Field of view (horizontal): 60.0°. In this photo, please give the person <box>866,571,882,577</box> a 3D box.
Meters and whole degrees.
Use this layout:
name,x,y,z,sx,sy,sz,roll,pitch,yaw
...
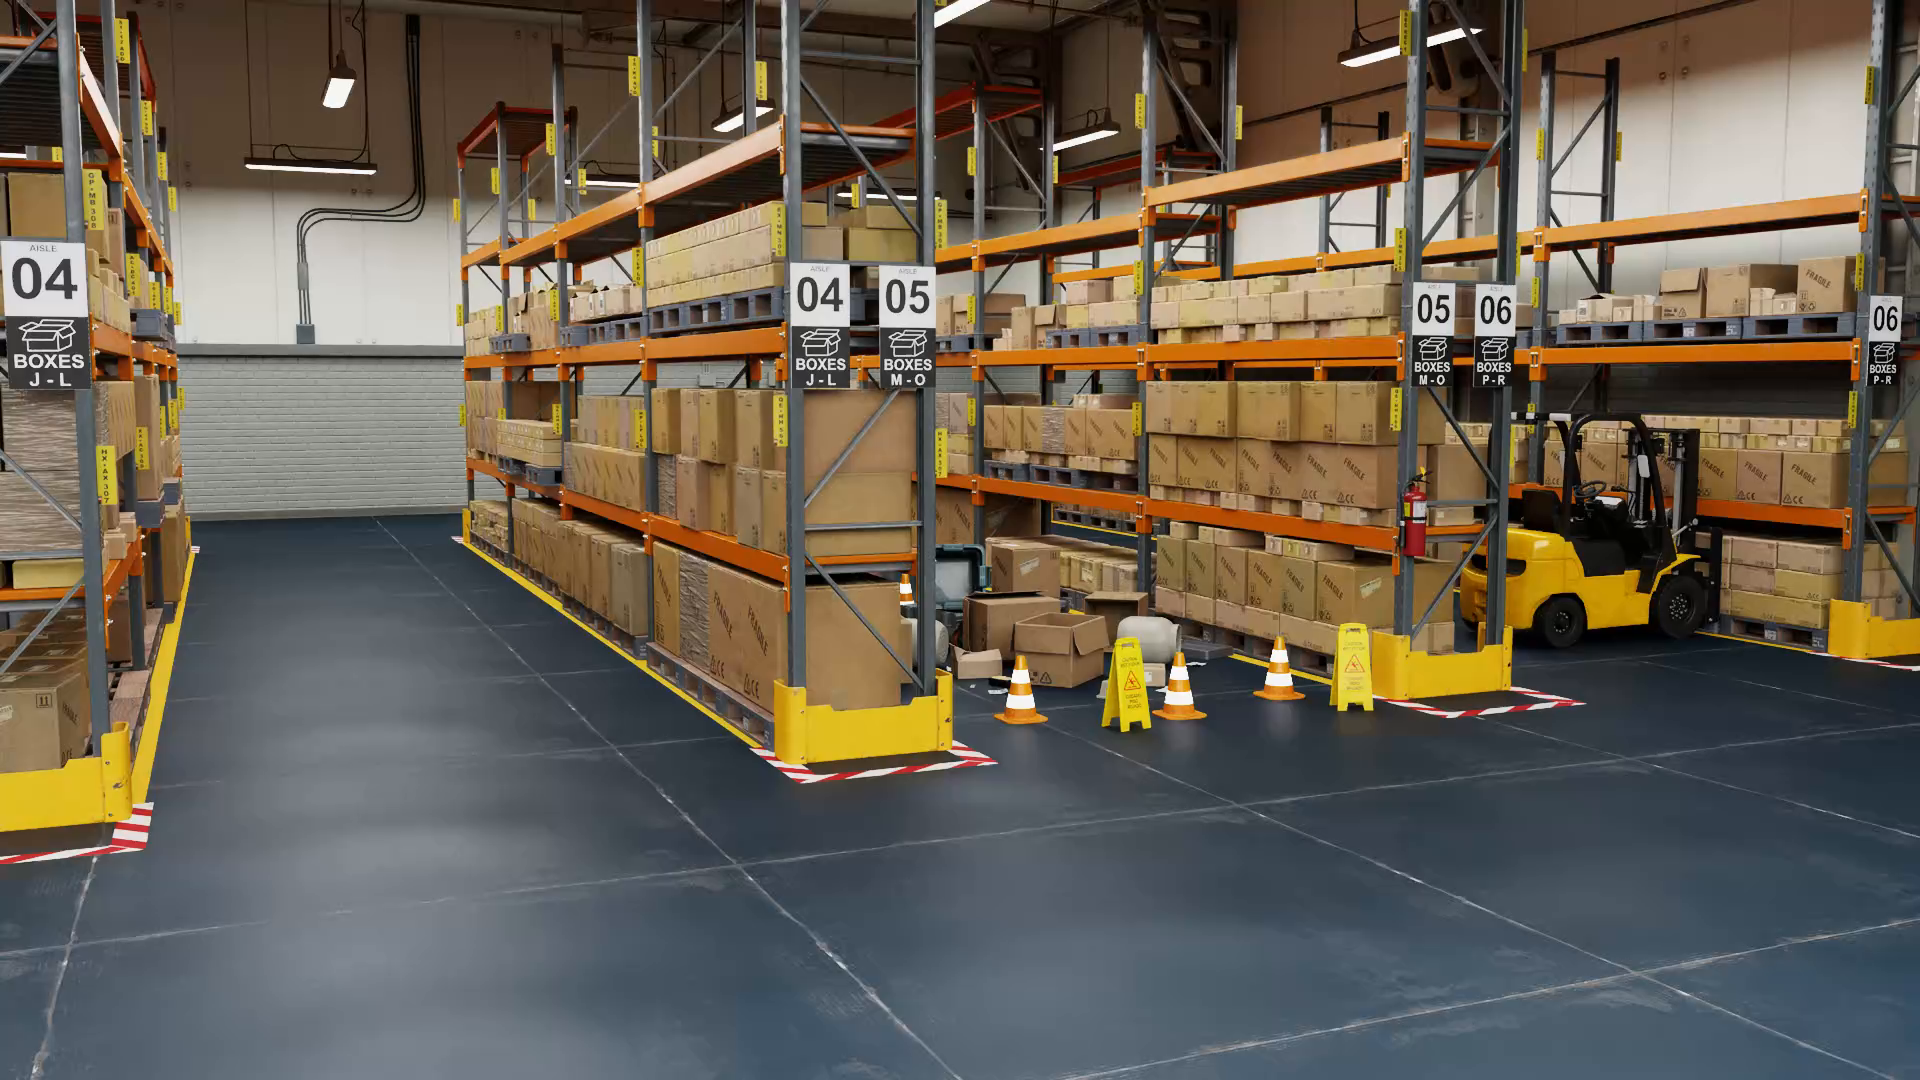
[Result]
name,x,y,z,sx,sy,sz,roll,pitch,yaw
person,-0.915,-0.019,17.162,0.355,1.673,0.522,-3,6,-27
